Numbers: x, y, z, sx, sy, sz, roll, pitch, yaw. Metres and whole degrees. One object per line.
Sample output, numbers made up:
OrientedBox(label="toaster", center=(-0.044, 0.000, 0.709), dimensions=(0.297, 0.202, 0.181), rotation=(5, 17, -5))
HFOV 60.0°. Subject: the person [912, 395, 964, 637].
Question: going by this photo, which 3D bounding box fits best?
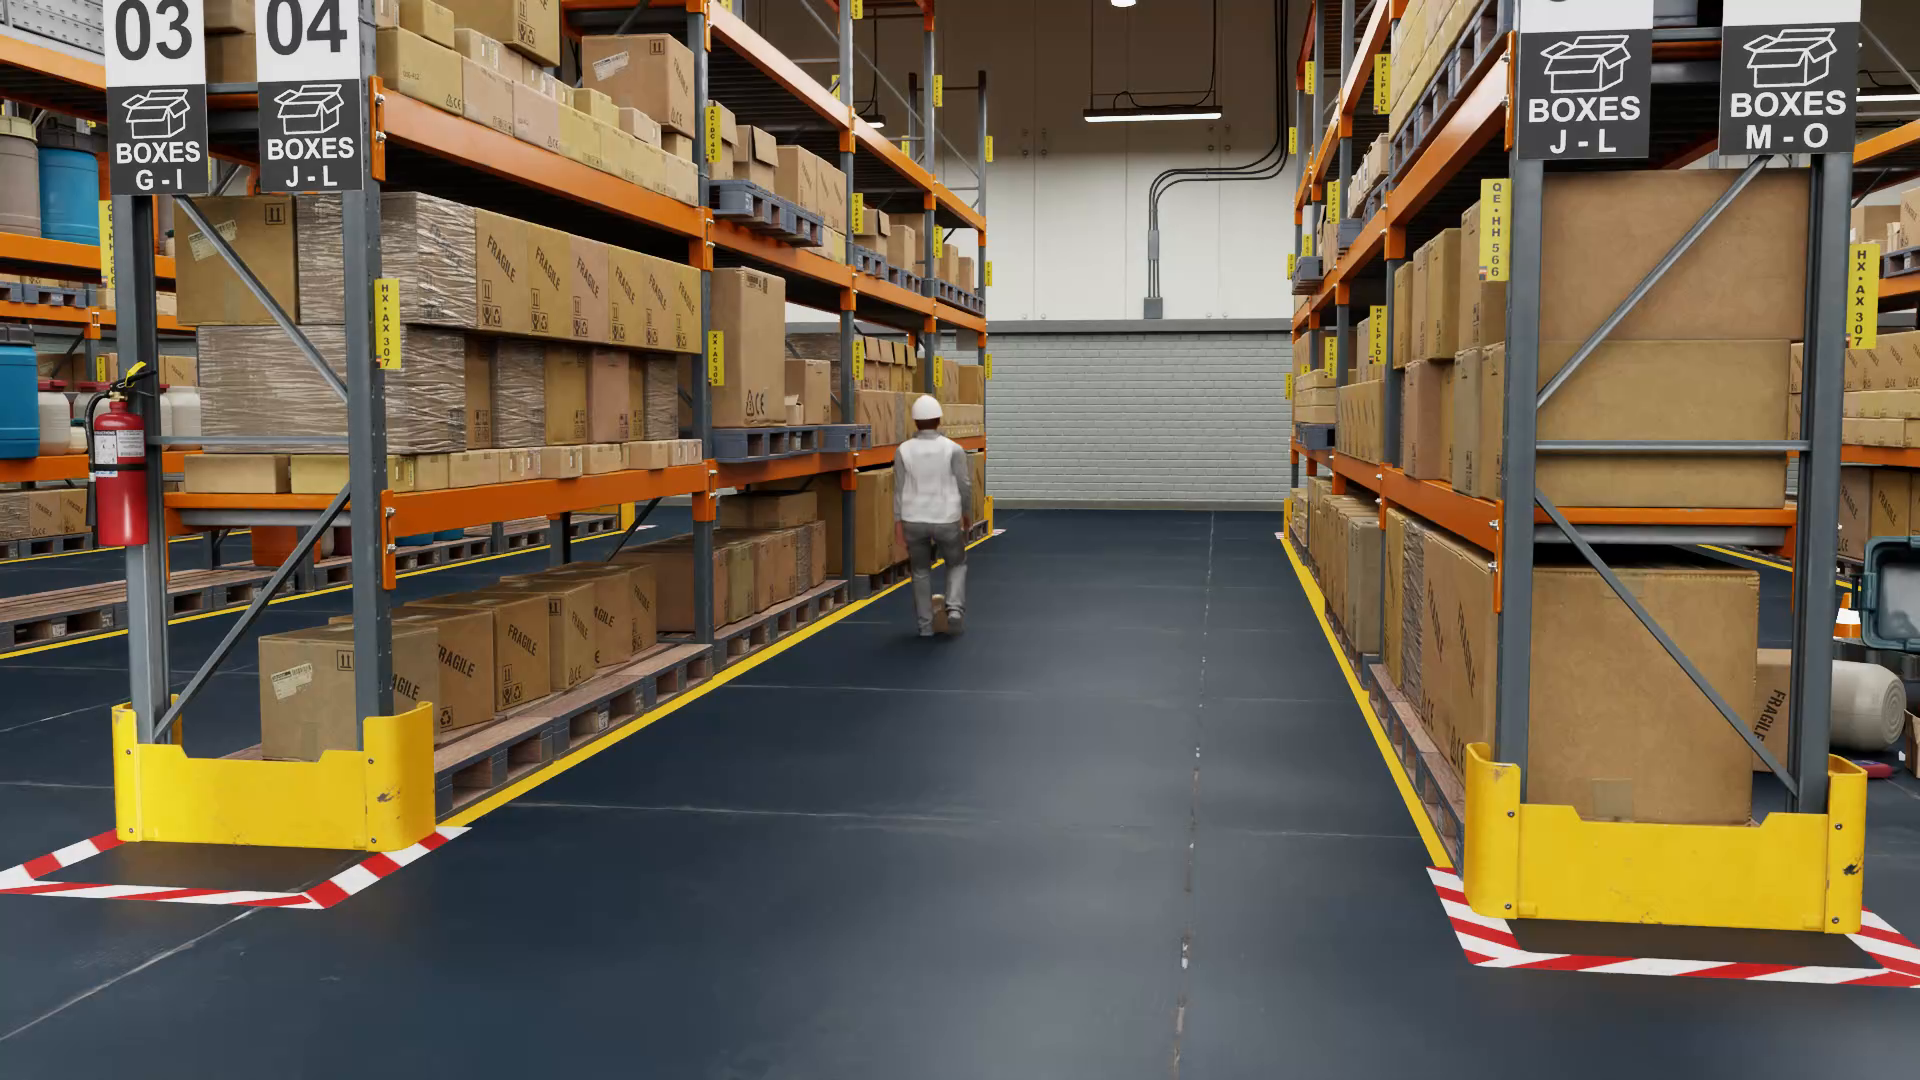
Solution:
OrientedBox(label="person", center=(-3.782, -2.237, 12.216), dimensions=(7.689, 5.811, 11.420), rotation=(0, 4, 4))
